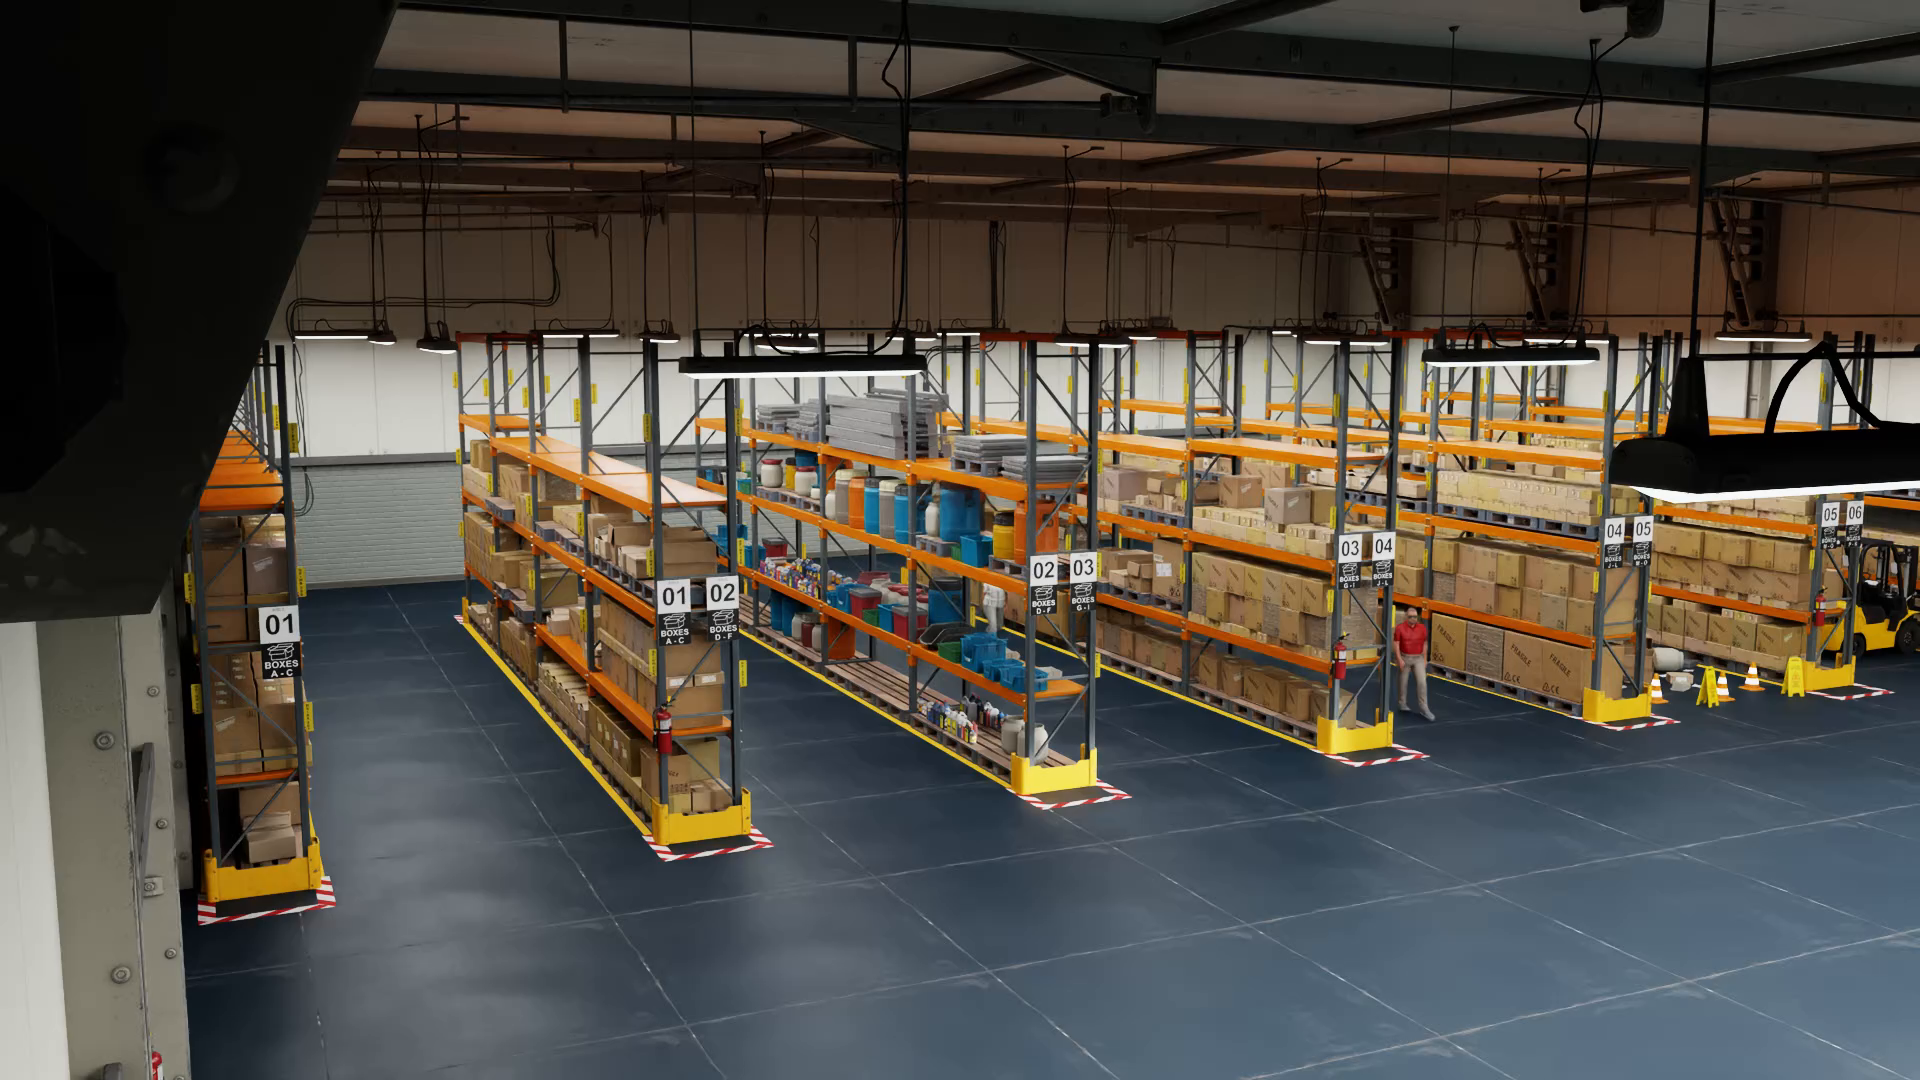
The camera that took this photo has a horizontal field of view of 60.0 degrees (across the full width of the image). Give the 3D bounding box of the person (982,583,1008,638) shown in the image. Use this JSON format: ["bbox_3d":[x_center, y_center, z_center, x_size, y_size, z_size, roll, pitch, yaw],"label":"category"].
[{"bbox_3d":[0.642,1.243,31.739,0.495,1.618,0.857,-4,9,-26],"label":"person"}]

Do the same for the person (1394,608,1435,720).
[{"bbox_3d":[7.181,1.923,26.372,0.593,1.690,0.884,0,8,4],"label":"person"}]
